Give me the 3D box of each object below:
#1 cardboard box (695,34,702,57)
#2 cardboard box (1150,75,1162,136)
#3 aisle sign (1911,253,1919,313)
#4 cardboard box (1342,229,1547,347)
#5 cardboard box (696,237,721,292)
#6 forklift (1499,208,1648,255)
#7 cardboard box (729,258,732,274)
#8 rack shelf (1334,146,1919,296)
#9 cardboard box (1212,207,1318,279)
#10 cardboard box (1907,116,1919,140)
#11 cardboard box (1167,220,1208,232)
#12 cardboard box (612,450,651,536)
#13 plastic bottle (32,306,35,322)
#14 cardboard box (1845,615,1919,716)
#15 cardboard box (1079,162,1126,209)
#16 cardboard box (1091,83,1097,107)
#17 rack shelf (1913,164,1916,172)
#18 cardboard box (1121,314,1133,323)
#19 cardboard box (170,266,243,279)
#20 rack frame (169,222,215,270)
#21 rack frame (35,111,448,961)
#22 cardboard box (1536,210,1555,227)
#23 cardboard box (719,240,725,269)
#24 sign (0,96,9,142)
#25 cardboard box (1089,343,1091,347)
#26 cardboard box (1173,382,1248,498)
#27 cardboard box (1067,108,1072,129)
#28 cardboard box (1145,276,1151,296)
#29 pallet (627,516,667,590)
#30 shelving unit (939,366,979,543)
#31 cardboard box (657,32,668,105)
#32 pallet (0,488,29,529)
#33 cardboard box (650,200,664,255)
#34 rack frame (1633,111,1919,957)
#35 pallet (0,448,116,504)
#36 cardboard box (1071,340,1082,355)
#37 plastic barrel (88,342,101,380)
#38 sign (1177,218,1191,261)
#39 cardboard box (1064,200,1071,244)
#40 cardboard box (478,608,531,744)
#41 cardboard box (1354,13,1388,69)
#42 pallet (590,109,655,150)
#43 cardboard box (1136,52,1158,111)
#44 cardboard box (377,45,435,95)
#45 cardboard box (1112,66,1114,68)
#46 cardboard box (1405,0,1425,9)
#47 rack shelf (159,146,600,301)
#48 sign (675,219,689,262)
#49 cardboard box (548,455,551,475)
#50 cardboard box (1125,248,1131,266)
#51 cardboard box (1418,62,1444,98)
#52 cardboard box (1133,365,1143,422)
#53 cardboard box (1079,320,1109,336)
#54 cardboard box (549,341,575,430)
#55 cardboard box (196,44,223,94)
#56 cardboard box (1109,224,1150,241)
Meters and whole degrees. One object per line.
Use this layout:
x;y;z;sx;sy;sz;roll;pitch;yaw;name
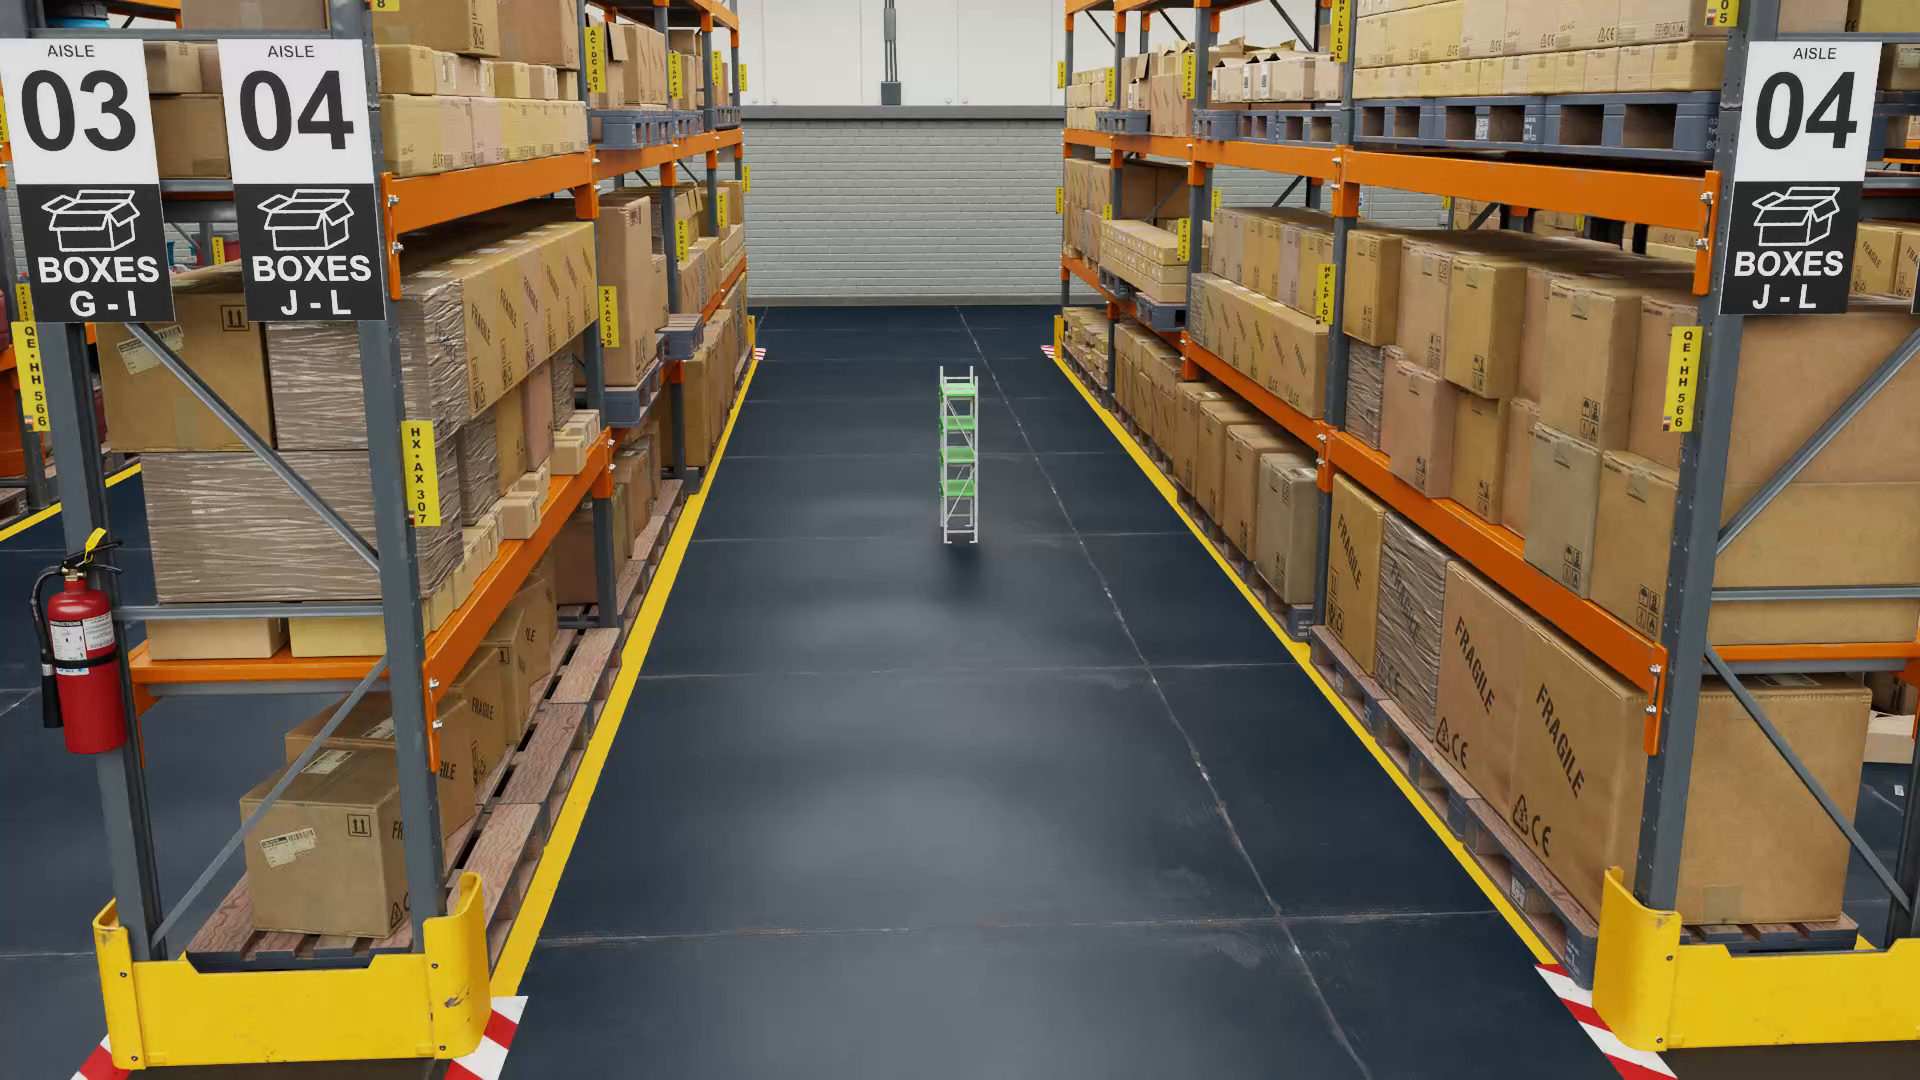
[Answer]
-3.058;-5.366;18.093;0.500;0.250;0.500;-1;14;-5;cardboard box
1.919;-3.702;14.175;0.500;0.500;0.500;-1;14;-3;cardboard box
3.079;-1.071;4.951;0.394;0.787;0.004;-1;14;-3;aisle sign
2.515;-1.323;8.680;0.875;0.550;0.550;-1;14;-3;cardboard box
-2.624;-2.694;16.276;0.500;0.500;0.500;-1;14;-3;cardboard box
4.657;-1.630;12.478;1.130;2.935;3.031;-1;14;-3;forklift
-2.679;-2.975;18.072;0.380;0.149;0.250;-1;14;-4;cardboard box
2.651;-1.426;6.974;1.077;0.370;4.000;-1;14;-3;rack shelf
2.297;-2.235;12.487;0.700;0.500;0.500;-1;14;-4;cardboard box
7.262;-3.181;12.150;0.700;0.500;0.500;-1;14;-3;cardboard box
2.251;-3.082;16.453;0.380;0.149;0.250;0;14;-1;cardboard box
-2.527;-0.320;11.385;0.700;0.500;0.500;0;14;1;cardboard box
-7.325;-1.739;13.014;0.152;0.276;0.135;-1;14;-3;plastic bottle
5.007;0.587;8.464;0.797;0.637;0.503;-1;14;-3;cardboard box
1.629;-3.983;18.683;0.500;0.500;0.500;-1;14;-5;cardboard box
1.691;-4.801;17.945;0.500;0.250;0.500;0;14;-1;cardboard box
7.089;-3.518;15.102;1.077;0.370;4.000;-1;14;-3;rack shelf
2.123;-2.596;19.780;0.380;0.149;0.250;-1;15;-6;cardboard box
-2.499;-0.707;5.951;0.500;0.500;0.500;-1;14;-3;cardboard box
-7.869;-2.681;16.427;1.000;3.000;0.127;-1;14;-3;rack frame
-2.182;0.227;5.125;1.000;3.000;0.127;-1;14;-3;rack frame
6.637;-3.683;18.113;0.500;0.500;0.500;-1;14;-4;cardboard box
-2.693;-2.950;17.176;0.500;0.250;0.500;-1;14;-4;cardboard box
-7.072;-3.099;12.240;0.100;0.325;0.005;-1;14;-3;sign
1.701;-2.311;19.271;0.380;0.149;0.250;0;14;-1;cardboard box
2.227;-0.775;12.692;1.050;0.750;0.750;-1;14;-4;cardboard box
1.556;-5.068;19.987;0.500;0.250;0.500;0;14;-1;cardboard box
1.760;-2.137;13.975;0.380;0.149;0.250;-1;14;-2;cardboard box
-2.558;0.085;11.274;1.003;0.211;1.213;-1;14;-3;pallet
-0.010;-0.622;12.037;0.258;1.200;0.503;-1;14;-3;shelving unit
-2.398;-3.391;11.963;0.500;0.500;0.500;-1;14;-2;cardboard box
-7.612;-0.143;12.157;1.003;0.211;1.213;-1;14;-3;pallet
-2.707;-2.479;13.428;0.797;0.503;0.637;0;14;-2;cardboard box
2.775;0.175;5.325;1.000;3.000;0.127;-1;14;-3;rack frame
-7.712;-0.531;13.668;1.003;0.211;1.213;-1;14;-3;pallet
1.523;-2.301;19.827;0.380;0.149;0.250;-1;14;-3;cardboard box
-7.808;-1.557;15.425;0.600;0.901;0.708;-1;14;-3;plastic barrel
1.738;-2.326;12.882;0.100;0.325;0.005;-1;14;-3;sign
1.535;-3.880;20.291;0.500;0.500;0.500;0;14;-1;cardboard box
-2.285;0.635;7.713;0.500;0.500;0.500;-2;15;-8;cardboard box
2.278;-2.470;8.245;0.500;0.250;0.500;-1;14;-3;cardboard box
-2.362;-2.285;9.245;1.213;0.211;1.003;-1;14;-3;pallet
1.996;-4.129;14.985;0.797;0.503;0.637;-1;14;-4;cardboard box
-1.888;-1.484;5.257;0.380;0.149;0.250;-1;14;-2;cardboard box
1.739;-4.698;16.743;0.380;0.149;0.250;-2;15;-6;cardboard box
2.258;-2.503;7.576;0.380;0.149;0.250;-1;14;-4;cardboard box
-2.306;-1.375;6.774;1.077;0.370;4.000;-1;14;-3;rack shelf
-2.137;-2.296;12.765;0.100;0.325;0.005;-1;14;-3;sign
-2.151;-0.347;7.861;0.380;0.149;0.250;-1;14;-3;cardboard box
1.696;-2.541;14.946;0.380;0.149;0.250;-1;14;-5;cardboard box
2.275;-2.054;7.429;0.380;0.149;0.250;-1;14;-4;cardboard box
1.893;-1.352;15.437;0.500;0.500;0.500;-1;14;-2;cardboard box
1.578;-2.452;19.222;0.380;0.149;0.250;-1;14;-3;cardboard box
-2.464;-0.848;8.504;0.875;0.500;0.500;-1;14;-3;cardboard box
-2.410;-1.477;5.229;0.380;0.149;0.250;-1;14;-5;cardboard box
1.633;-2.941;15.904;0.380;0.149;0.250;-1;14;-3;cardboard box
